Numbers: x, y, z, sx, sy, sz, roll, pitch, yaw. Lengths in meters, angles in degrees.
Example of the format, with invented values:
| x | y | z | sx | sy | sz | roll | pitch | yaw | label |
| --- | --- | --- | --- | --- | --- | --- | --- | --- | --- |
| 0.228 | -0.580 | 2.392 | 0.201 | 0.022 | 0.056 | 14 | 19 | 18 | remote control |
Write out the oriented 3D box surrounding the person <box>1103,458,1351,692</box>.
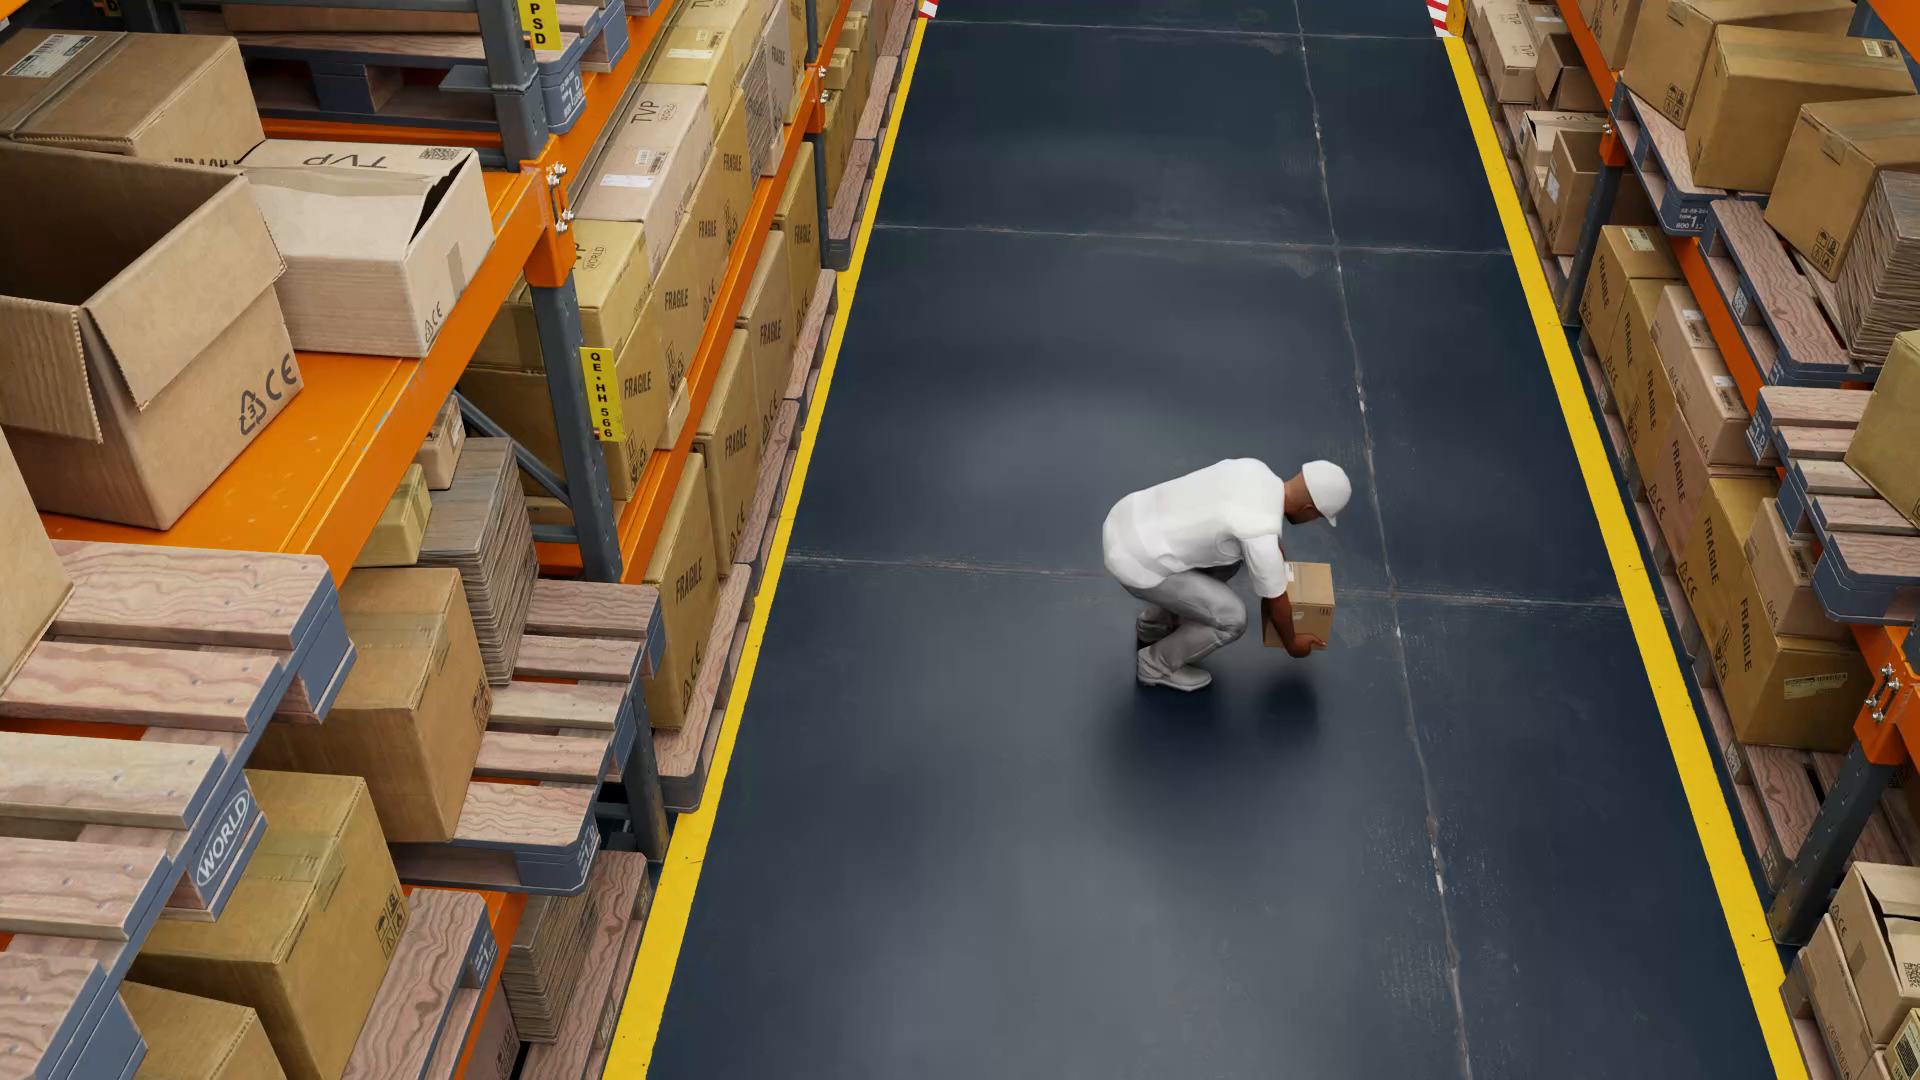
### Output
| x | y | z | sx | sy | sz | roll | pitch | yaw | label |
| --- | --- | --- | --- | --- | --- | --- | --- | --- | --- |
| 1.028 | 0.099 | 6.615 | 0.934 | 1.008 | 0.531 | 2 | 40 | 2 | person |
